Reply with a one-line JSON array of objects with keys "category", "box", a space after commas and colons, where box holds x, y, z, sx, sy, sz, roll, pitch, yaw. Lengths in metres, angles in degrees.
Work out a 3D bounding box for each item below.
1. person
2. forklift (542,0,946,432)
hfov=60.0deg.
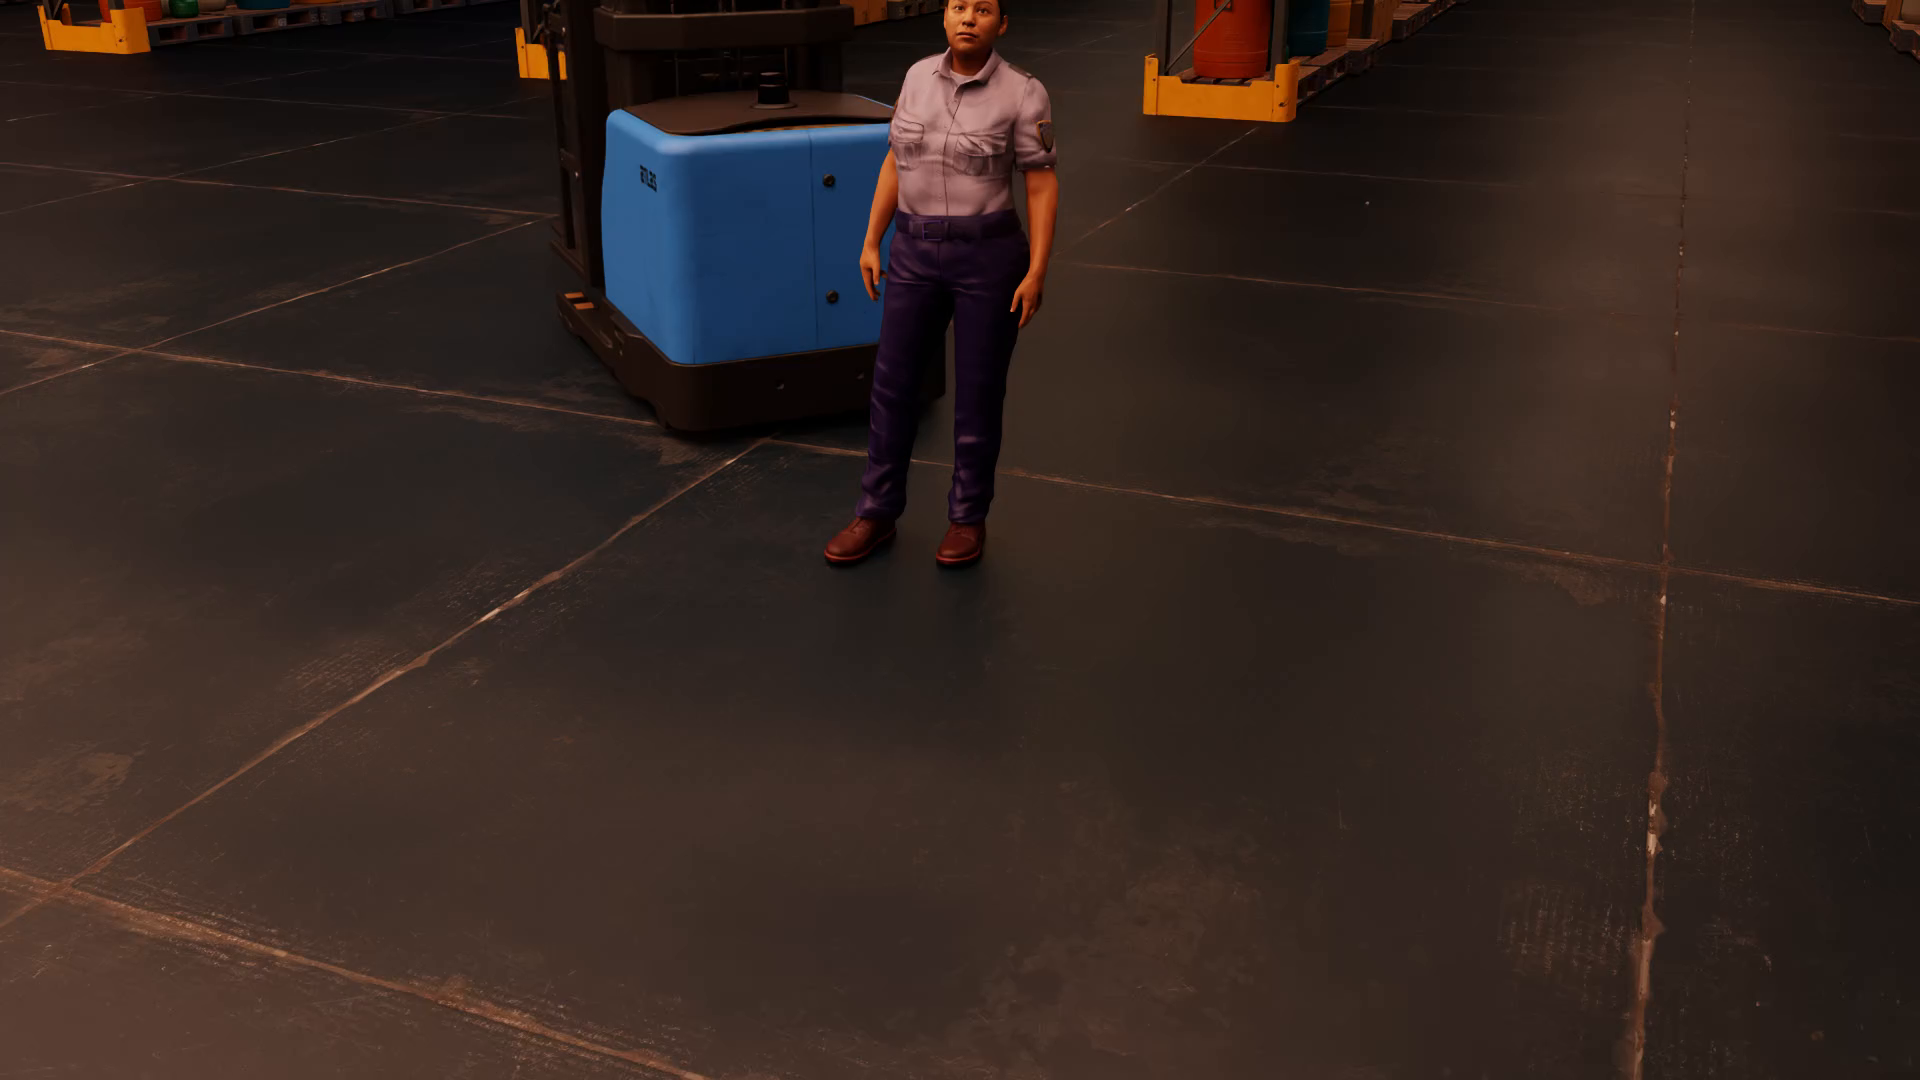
[{"category": "person", "box": [-0.055, -0.739, 4.704, 0.599, 1.650, 0.503, 9, 24, 21]}, {"category": "forklift", "box": [-1.121, -2.266, 6.714, 1.130, 2.935, 3.031, -10, 25, -22]}]
